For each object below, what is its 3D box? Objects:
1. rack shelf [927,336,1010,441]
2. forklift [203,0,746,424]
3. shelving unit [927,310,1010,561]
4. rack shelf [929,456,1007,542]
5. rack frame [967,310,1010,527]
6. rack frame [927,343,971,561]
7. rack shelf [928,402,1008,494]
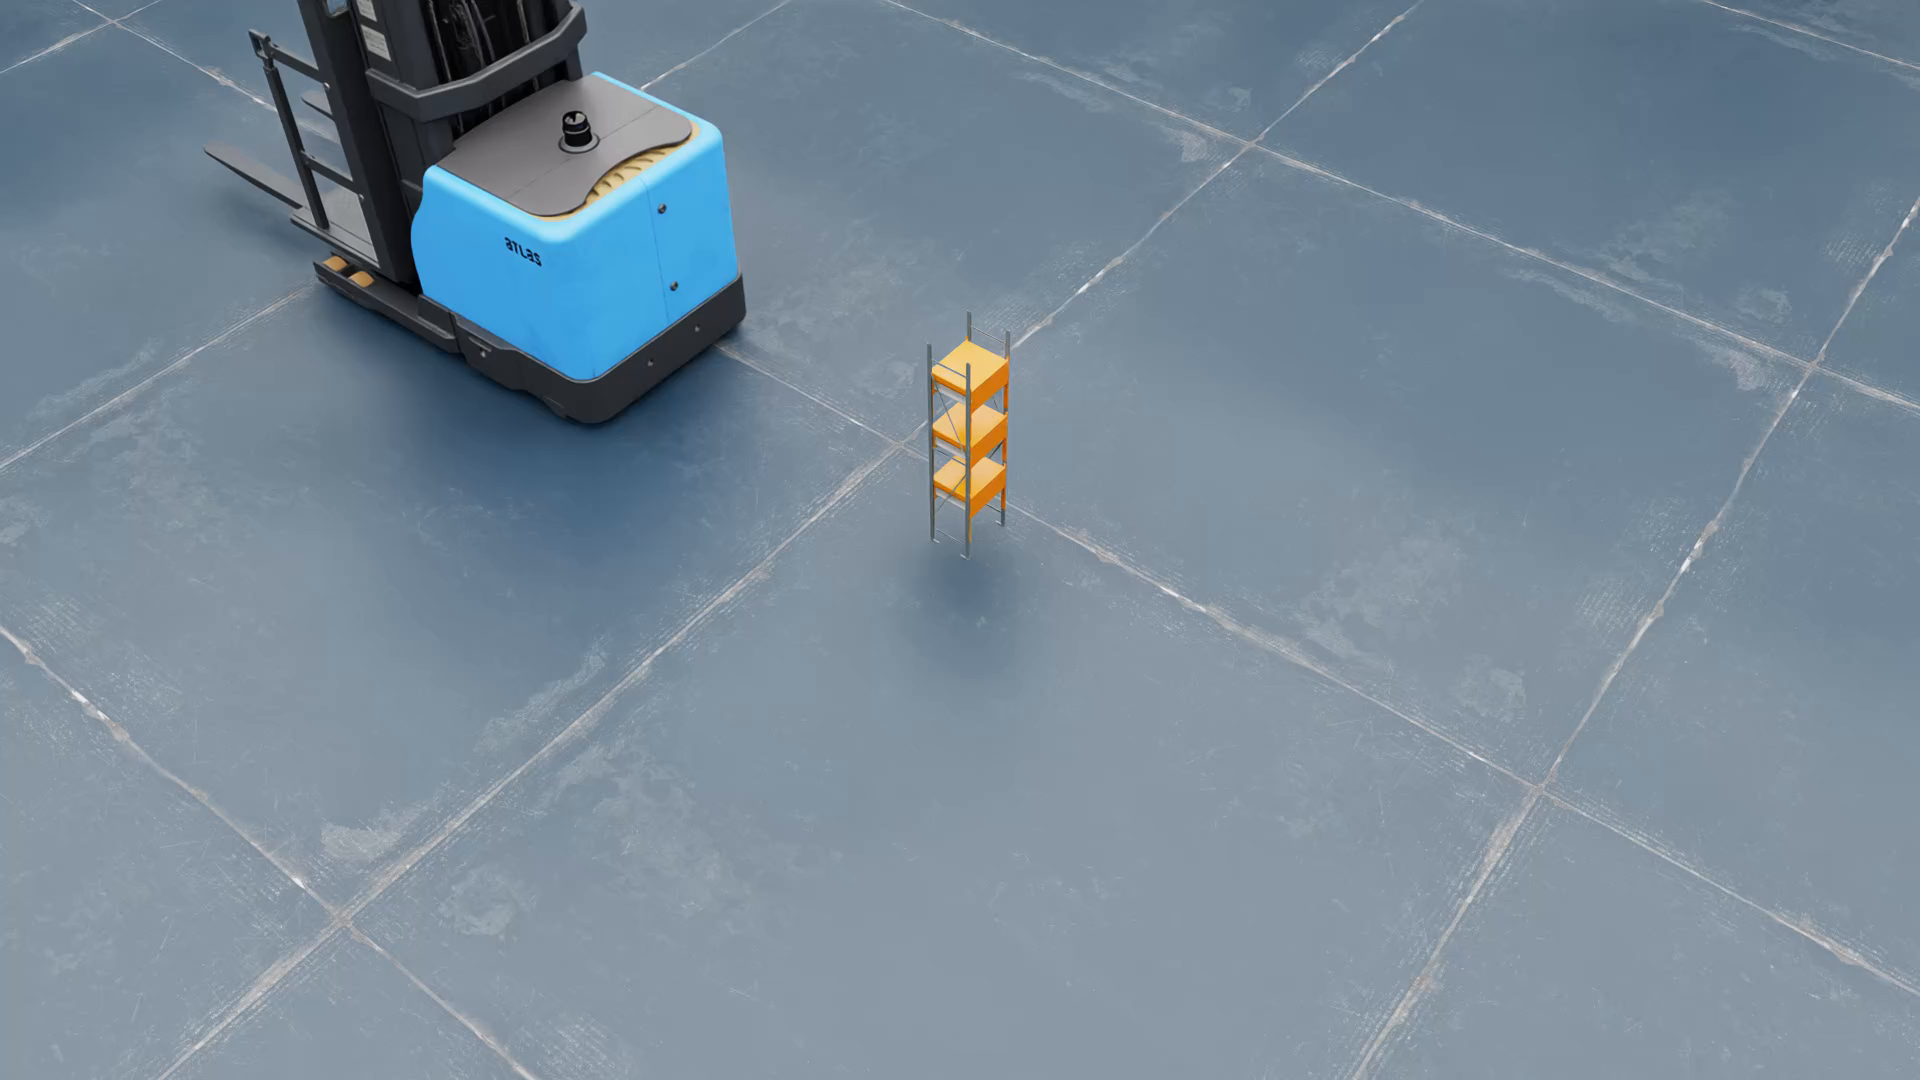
[{"bbox_3d":[0.033,-0.582,6.367,0.215,0.259,0.240,29,53,25],"label":"rack shelf"},{"bbox_3d":[-2.486,-2.408,7.188,3.031,2.935,1.130,29,53,25],"label":"forklift"},{"bbox_3d":[0.033,-0.393,6.564,0.215,1.050,0.252,29,53,25],"label":"shelving unit"},{"bbox_3d":[0.033,-0.194,6.773,0.215,0.259,0.240,29,53,25],"label":"rack shelf"},{"bbox_3d":[0.107,-0.463,6.631,0.200,1.050,0.008,29,53,25],"label":"rack frame"},{"bbox_3d":[-0.042,-0.323,6.498,0.200,1.050,0.008,29,53,25],"label":"rack frame"},{"bbox_3d":[0.033,-0.386,6.572,0.215,0.259,0.240,29,53,25],"label":"rack shelf"}]
